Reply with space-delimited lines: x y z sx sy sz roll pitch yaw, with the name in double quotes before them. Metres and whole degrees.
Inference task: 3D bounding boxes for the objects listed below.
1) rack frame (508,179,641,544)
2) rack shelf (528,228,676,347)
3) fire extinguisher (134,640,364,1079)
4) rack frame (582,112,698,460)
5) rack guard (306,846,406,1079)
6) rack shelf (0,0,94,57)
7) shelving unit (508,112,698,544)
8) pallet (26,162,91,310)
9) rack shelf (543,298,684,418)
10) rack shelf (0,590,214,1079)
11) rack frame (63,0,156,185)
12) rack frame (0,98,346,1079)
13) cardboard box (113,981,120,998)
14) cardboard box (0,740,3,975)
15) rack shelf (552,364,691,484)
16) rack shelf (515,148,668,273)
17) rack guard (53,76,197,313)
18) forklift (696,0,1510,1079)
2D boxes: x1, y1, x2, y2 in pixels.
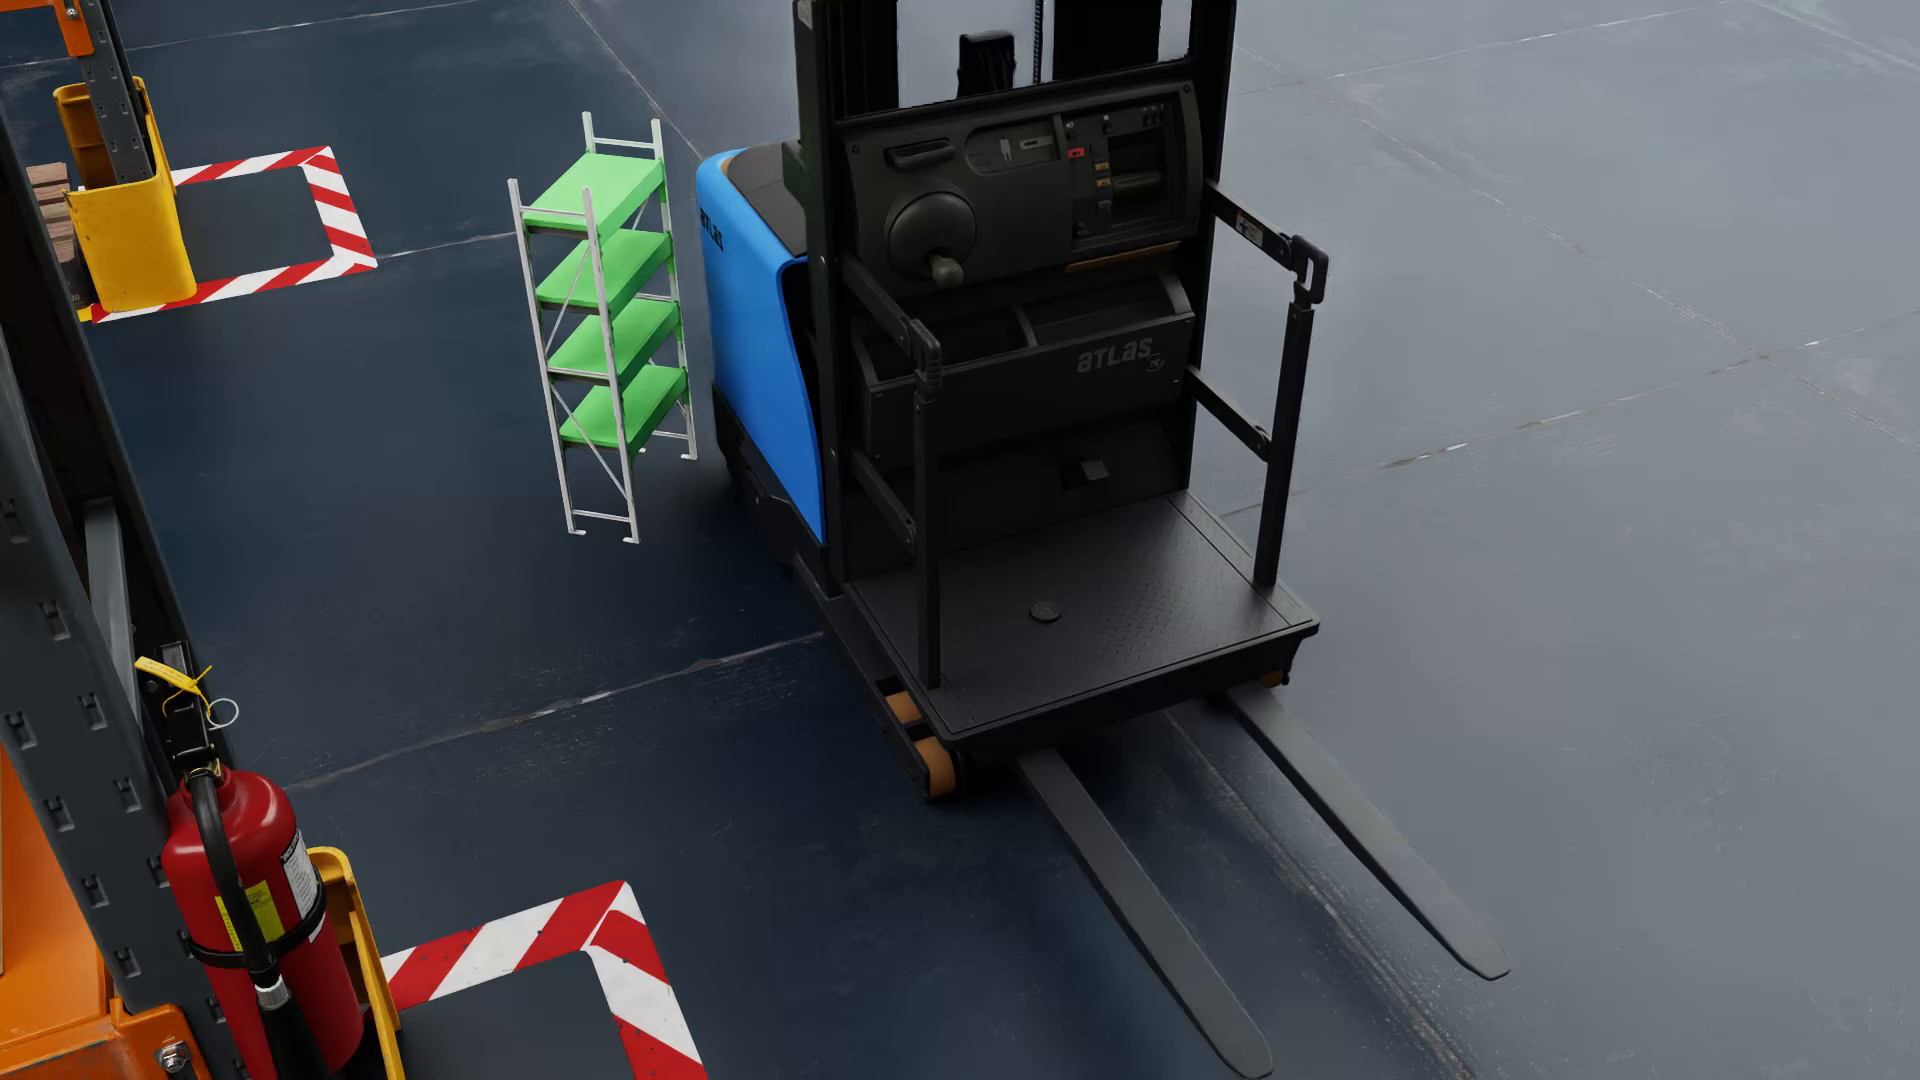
"rack frame" -1.124 -0.491 4.905 0.240 1.200 0.015 8 37 11
"rack shelf" -1.065 -0.773 4.990 0.258 0.148 0.480 8 37 11
"fire extinguisher" -0.942 0.452 2.188 0.183 0.674 0.296 -16 39 -20
"rack frame" -1.006 -0.773 5.285 0.240 1.200 0.015 8 37 11
"rack guard" -1.225 1.198 3.216 0.348 0.500 1.175 -16 39 -20
"rack shelf" -5.158 -1.677 5.597 4.000 0.370 1.077 -16 39 -20
"shelving unit" -1.065 -0.632 5.095 0.258 1.200 0.503 8 37 11
"pallet" -4.134 -1.105 6.563 1.213 0.211 1.003 -16 39 -20
"rack shelf" -1.065 -0.581 5.133 0.258 0.148 0.480 8 37 11
"rack shelf" -3.057 0.995 1.994 4.000 0.370 1.077 -16 39 -20
"rack frame" -3.348 -2.472 6.065 0.127 3.000 1.000 -16 39 -20
"rack frame" -1.247 0.200 2.463 0.127 3.000 1.000 -16 39 -20
"cardboard box" -1.827 1.151 3.135 0.500 0.250 0.500 -16 39 -20
"cardboard box" -1.675 0.271 2.283 0.500 0.500 0.700 -16 39 -20
"rack shelf" -1.065 -0.388 5.276 0.258 0.148 0.480 8 37 11
"rack shelf" -1.065 -0.966 4.847 0.258 0.148 0.480 8 37 11
"rack guard" -3.397 -1.424 6.750 0.348 0.500 1.175 -16 39 -20
"forklift" 0.262 -0.797 3.864 1.130 2.935 3.031 -15 39 -20
